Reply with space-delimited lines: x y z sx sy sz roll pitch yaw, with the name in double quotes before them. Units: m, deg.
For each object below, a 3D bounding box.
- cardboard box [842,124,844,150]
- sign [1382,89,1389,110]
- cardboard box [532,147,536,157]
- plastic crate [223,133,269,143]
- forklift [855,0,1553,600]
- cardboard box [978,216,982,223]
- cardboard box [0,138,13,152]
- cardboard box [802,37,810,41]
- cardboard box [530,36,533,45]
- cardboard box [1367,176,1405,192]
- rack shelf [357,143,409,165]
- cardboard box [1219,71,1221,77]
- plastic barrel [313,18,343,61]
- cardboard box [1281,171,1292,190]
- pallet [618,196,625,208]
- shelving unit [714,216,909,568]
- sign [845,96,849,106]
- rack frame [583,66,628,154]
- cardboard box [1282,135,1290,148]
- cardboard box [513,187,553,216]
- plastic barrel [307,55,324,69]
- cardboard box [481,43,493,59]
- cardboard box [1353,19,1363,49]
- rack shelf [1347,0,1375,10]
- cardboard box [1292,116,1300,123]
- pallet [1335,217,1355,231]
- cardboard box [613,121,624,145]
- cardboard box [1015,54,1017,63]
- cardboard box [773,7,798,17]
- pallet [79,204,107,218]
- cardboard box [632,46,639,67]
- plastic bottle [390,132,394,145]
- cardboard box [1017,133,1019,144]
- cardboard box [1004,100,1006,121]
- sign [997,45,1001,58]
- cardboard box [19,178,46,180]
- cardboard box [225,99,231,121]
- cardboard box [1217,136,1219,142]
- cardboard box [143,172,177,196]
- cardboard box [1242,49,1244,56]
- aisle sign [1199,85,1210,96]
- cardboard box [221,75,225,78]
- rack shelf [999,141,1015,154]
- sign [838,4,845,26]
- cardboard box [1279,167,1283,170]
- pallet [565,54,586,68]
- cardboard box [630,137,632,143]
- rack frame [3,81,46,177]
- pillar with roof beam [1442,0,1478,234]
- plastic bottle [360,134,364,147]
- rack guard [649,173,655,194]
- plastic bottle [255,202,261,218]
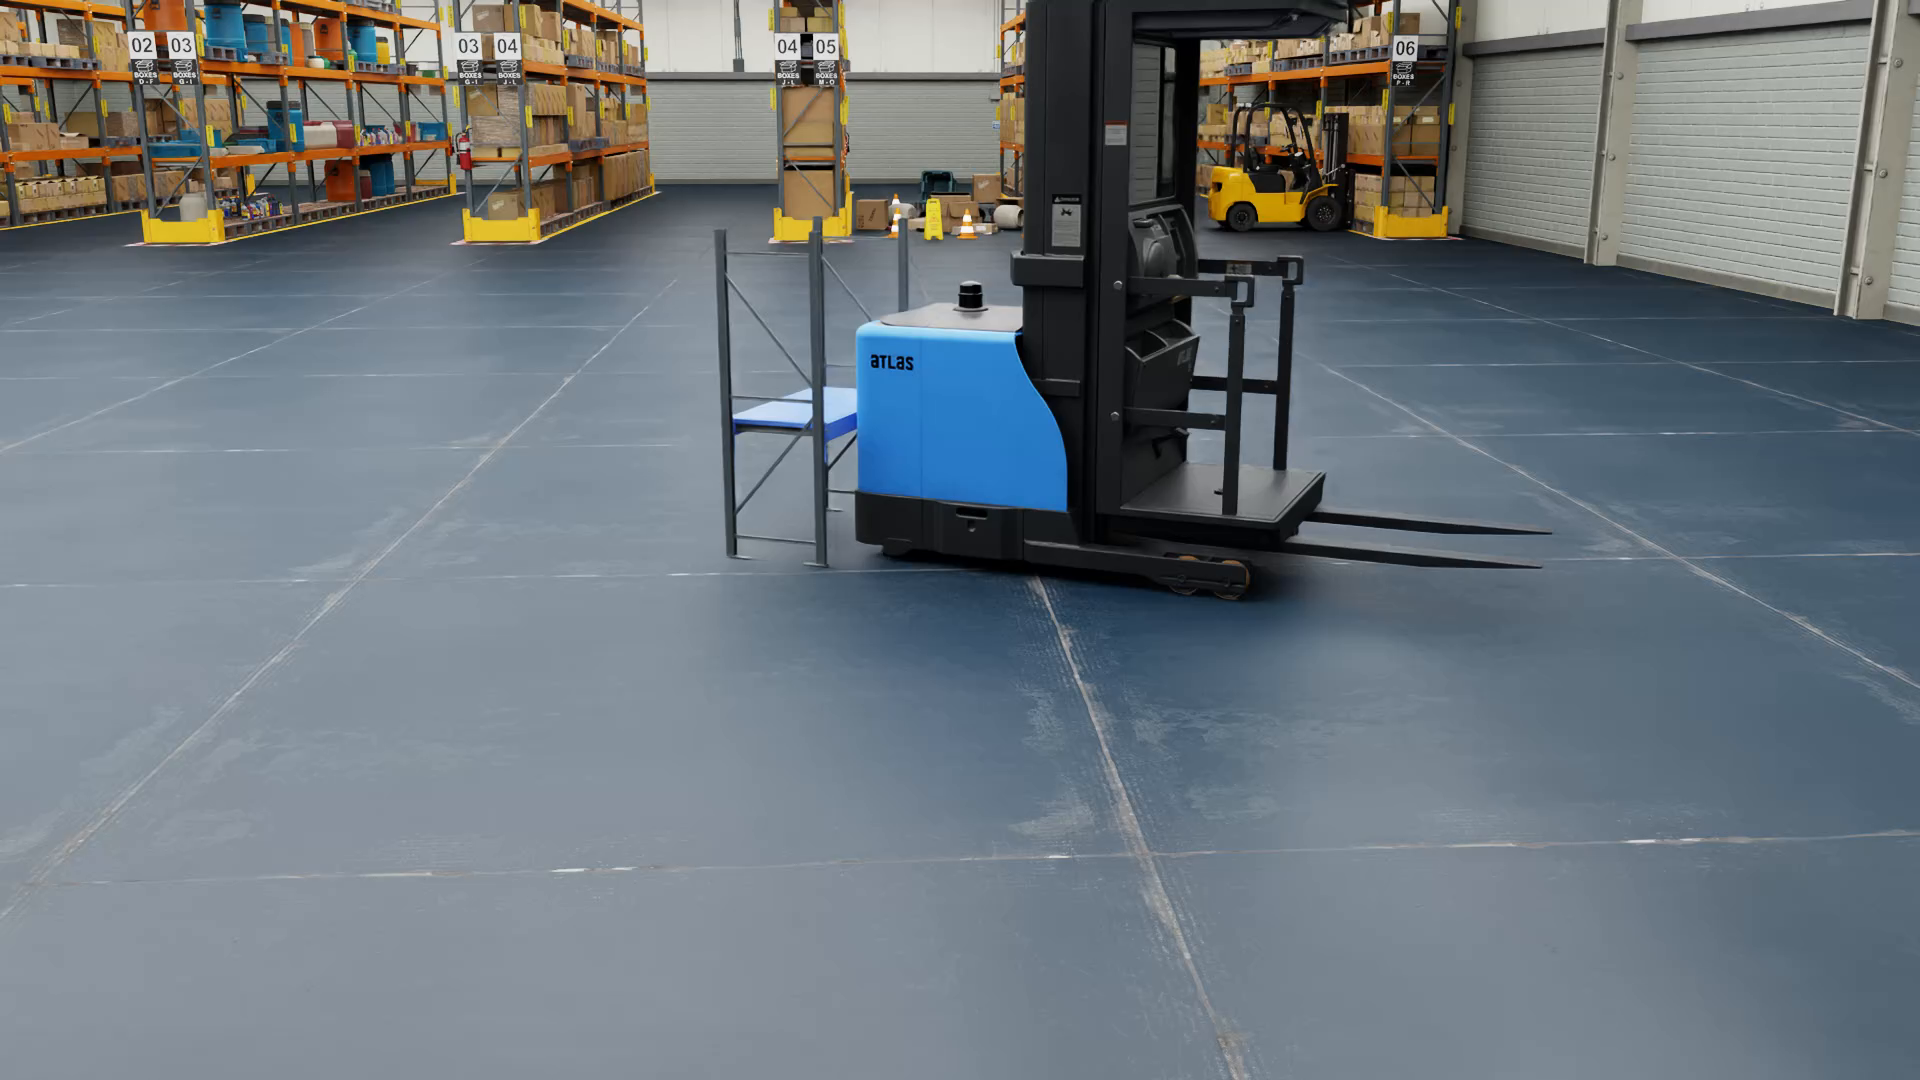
"cardboard box" -2.425 -7.503 30.966 0.500 0.500 0.500 -1 14 -3
"sign" 6.933 -7.174 27.090 0.100 0.325 0.005 -1 14 -3
"cardboard box" -7.146 -6.351 27.194 0.380 0.149 0.250 -1 14 -3
"plastic crate" -12.655 -7.029 29.451 0.767 0.338 0.504 -1 14 -3
"forklift" 1.080 -1.317 7.262 3.031 2.935 1.130 6 16 22
"cardboard box" 0.182 -5.861 30.273 0.258 0.266 0.396 -13 20 -42
"cardboard box" -17.579 -7.165 30.155 0.500 0.250 0.500 0 14 0
"cardboard box" -2.877 -8.844 29.020 0.500 0.250 0.500 -1 14 -4
"cardboard box" -7.160 -8.114 27.023 0.380 0.149 0.250 0 14 -1
"cardboard box" 7.135 -5.969 27.875 0.500 0.250 0.500 0 14 -2
"rack shelf" -12.933 -8.335 35.846 1.077 0.370 4.000 -1 14 -3
"cardboard box" 6.384 -11.093 39.604 0.380 0.149 0.250 -1 14 -4
"plastic barrel" -12.841 -10.191 33.892 0.600 0.830 0.708 -1 14 -3
"cardboard box" 7.053 -7.229 34.025 0.875 0.625 0.625 0 14 -2
"pallet" -7.911 -7.412 36.411 1.003 0.211 1.213 -1 14 -3
"shelving unit" -0.668 -0.745 7.913 0.538 1.500 1.048 5 15 20
"sign" -2.849 -11.021 41.883 0.100 0.325 0.005 -1 14 -3
"rack frame" -8.113 -9.257 37.986 1.000 3.000 0.127 -1 14 -3
"cardboard box" 6.828 -8.053 33.607 0.500 0.250 0.500 -1 14 -5
"cardboard box" -7.590 -6.018 29.571 0.500 0.500 0.500 4 15 14
"plastic barrel" -12.497 -9.259 32.251 0.301 0.262 0.301 0 14 0
"cardboard box" -7.653 -7.769 26.483 0.500 0.250 0.500 -1 14 -2
"cardboard box" 7.243 -8.767 28.809 0.797 0.503 0.637 0 14 -2
"rack shelf" 7.103 -10.359 32.475 1.077 0.370 4.000 -1 14 -3
"cardboard box" 6.782 -8.325 32.858 0.380 0.149 0.250 -1 14 -5
"pallet" 7.314 -5.645 29.544 1.003 0.211 1.213 -1 14 -3
"cardboard box" -7.788 -9.071 37.060 0.500 0.500 0.500 0 14 -2
"cardboard box" 1.460 -10.872 37.667 0.396 0.266 0.258 -1 14 -4
"cardboard box" -2.773 -8.372 26.386 0.380 0.149 0.250 -1 14 -3
"pallet" -17.741 -6.555 33.079 1.003 0.211 1.213 -1 14 -3
"cardboard box" -8.275 -11.877 40.902 0.700 0.500 0.500 -2 15 -7
"plastic bottle" -12.687 -8.937 36.990 0.152 0.276 0.135 -1 14 -3
"cardboard box" 1.575 -9.096 37.658 0.500 0.250 0.500 -1 14 -5
"cardboard box" 1.354 -10.558 40.833 0.500 0.500 0.500 -1 14 -4
"sign" 0.976 -12.312 41.927 0.100 0.325 0.005 -1 14 -3
"cardboard box" -17.943 -6.862 32.225 0.500 0.311 0.500 -1 14 -5
"cardboard box" -17.914 -10.401 40.223 0.500 0.500 0.500 0 14 -2
"cardboard box" 6.393 -9.636 39.962 0.380 0.149 0.250 -1 14 -2
"cardboard box" -17.662 -7.867 36.714 0.500 0.500 0.500 -1 14 -3
"cardboard box" 6.461 -10.814 36.882 0.380 0.149 0.250 -1 14 -3
"aisle sign" 6.187 -11.754 42.473 0.394 0.787 0.004 -1 14 -3
"cardboard box" -17.933 -11.232 39.942 0.500 0.250 0.500 -1 14 -3
"rack shelf" 1.654 -9.559 40.604 1.077 0.370 4.000 -1 14 -3
"sign" -1.859 -8.246 26.122 0.100 0.325 0.005 -1 14 -3
"cardboard box" 6.696 -7.919 35.657 0.380 0.149 0.250 -2 15 -6
"pallet" -7.549 -8.785 30.506 1.213 0.211 1.003 -1 14 -3
"cardboard box" -7.816 -9.280 38.578 0.380 0.149 0.250 -1 14 -5
"rack frame" -23.192 -10.023 40.961 1.000 3.000 0.127 -1 14 -3
"pillar with roof beam" 4.035 -9.530 27.005 9.100 9.000 0.400 -1 14 -3
"plastic bottle" -12.542 -8.354 34.723 0.152 0.276 0.135 -1 14 -3
"rack guard" -8.362 -9.048 42.188 1.175 0.500 0.348 -1 14 -3
"plastic bottle" -12.154 -5.705 28.770 0.097 0.271 0.097 0 14 0
